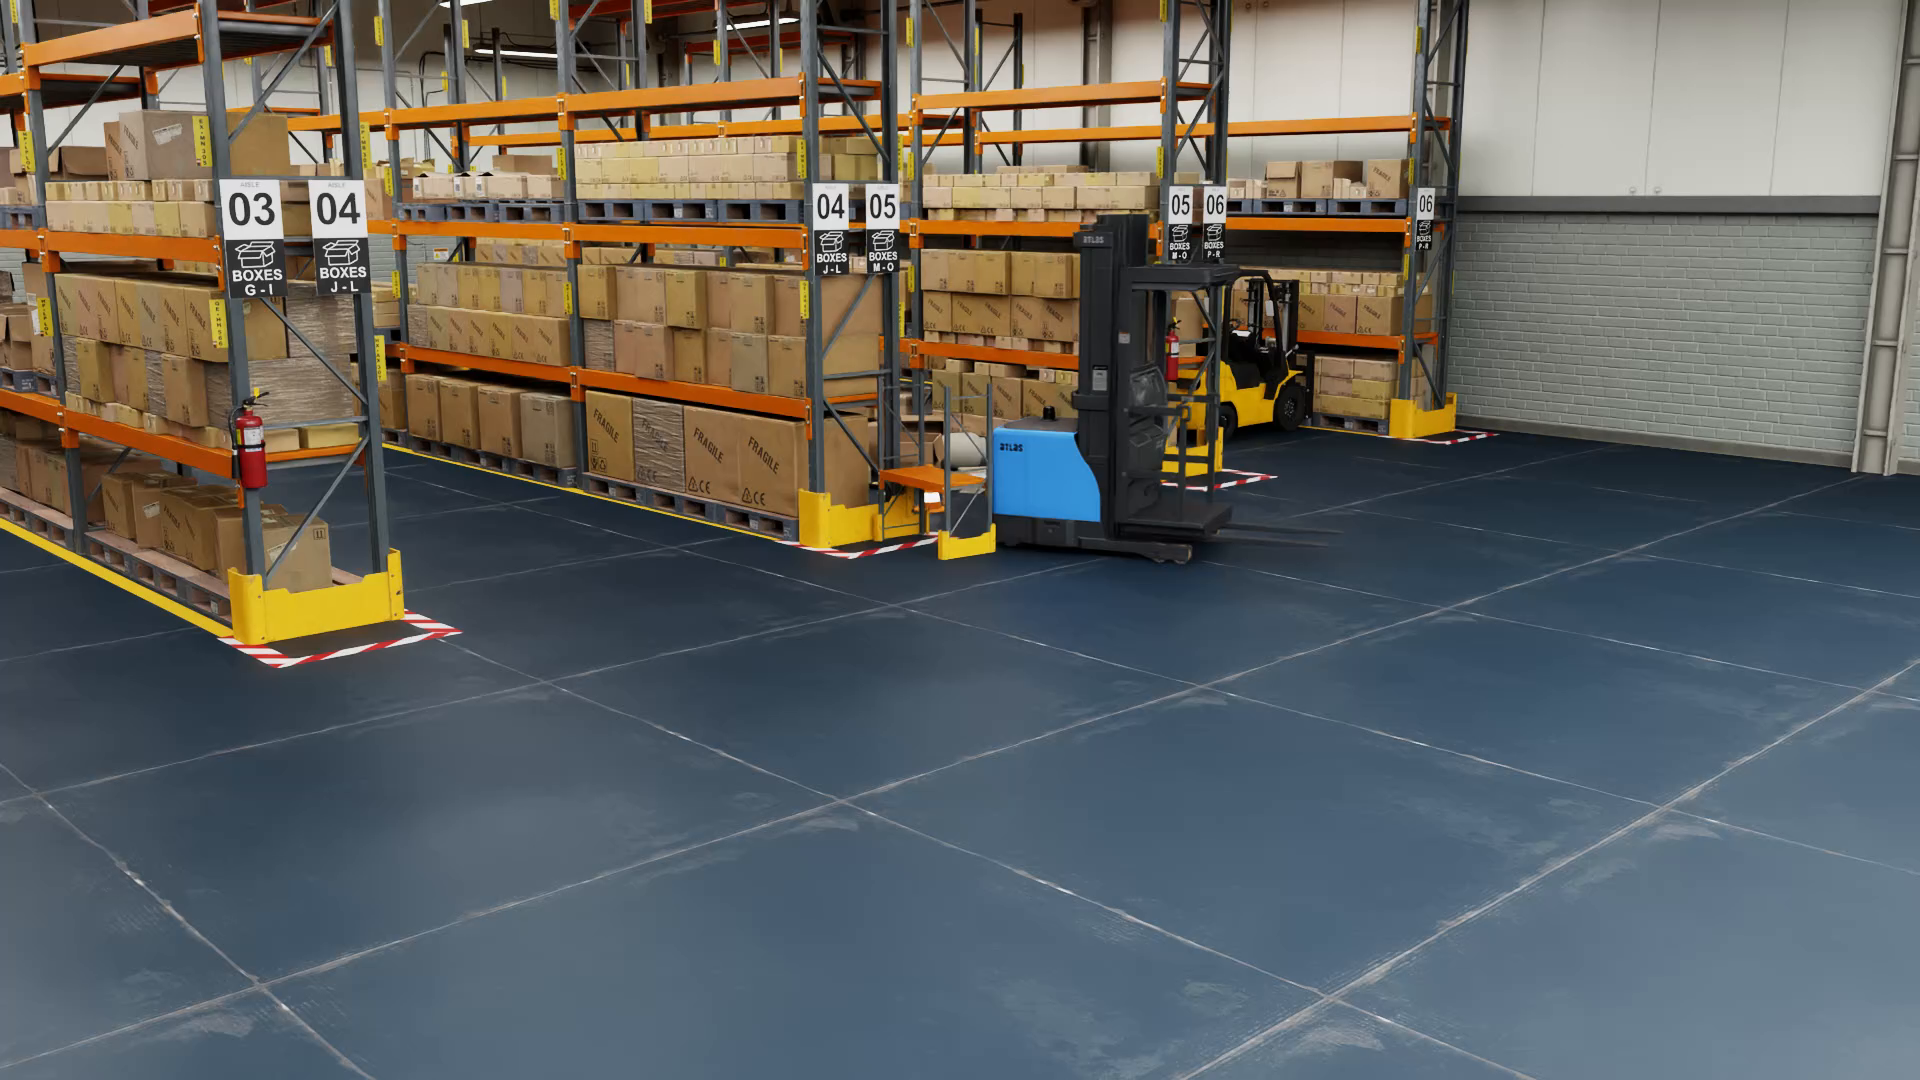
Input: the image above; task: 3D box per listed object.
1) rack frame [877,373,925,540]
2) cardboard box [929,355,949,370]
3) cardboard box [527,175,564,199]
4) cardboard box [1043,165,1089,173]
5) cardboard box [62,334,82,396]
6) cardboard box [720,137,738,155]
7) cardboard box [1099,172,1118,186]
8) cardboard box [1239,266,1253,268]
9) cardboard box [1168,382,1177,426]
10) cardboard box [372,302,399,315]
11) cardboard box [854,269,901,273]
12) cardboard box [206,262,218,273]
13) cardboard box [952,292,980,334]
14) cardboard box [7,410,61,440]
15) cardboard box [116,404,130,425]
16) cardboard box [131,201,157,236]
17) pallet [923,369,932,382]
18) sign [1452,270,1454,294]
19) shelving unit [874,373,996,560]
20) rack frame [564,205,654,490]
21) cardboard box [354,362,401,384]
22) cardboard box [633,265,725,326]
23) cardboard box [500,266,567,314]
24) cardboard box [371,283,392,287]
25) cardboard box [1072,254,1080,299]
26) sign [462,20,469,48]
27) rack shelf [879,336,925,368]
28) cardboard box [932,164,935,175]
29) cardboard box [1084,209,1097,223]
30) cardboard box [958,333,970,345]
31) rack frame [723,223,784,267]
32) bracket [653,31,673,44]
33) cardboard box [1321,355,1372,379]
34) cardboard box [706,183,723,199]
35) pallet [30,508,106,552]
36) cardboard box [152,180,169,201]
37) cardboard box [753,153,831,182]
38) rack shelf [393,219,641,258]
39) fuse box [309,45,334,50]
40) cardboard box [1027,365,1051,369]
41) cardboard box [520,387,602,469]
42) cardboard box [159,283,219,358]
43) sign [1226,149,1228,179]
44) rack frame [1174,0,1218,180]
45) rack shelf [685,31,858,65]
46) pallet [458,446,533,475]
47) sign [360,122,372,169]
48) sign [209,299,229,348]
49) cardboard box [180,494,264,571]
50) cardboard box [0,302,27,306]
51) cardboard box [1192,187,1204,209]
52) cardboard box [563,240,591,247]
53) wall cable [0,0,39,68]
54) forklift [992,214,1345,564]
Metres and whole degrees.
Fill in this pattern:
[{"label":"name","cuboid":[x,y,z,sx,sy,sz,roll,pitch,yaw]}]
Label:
[{"label":"rack frame","cuboid":[-0.537,-0.762,15.232,0.500,1.500,0.032,-9,14,-36]},{"label":"cardboard box","cuboid":[-0.172,-3.149,28.254,0.500,0.500,0.500,-11,16,-43]},{"label":"cardboard box","cuboid":[-4.325,-3.812,17.968,0.500,0.250,0.500,-11,16,-42]},{"label":"cardboard box","cuboid":[1.641,-5.546,25.765,0.500,0.500,0.500,-10,16,-41]},{"label":"cardboard box","cuboid":[-7.113,-1.525,14.232,0.875,0.500,0.500,-11,16,-43]},{"label":"cardboard box","cuboid":[-1.966,-3.602,15.223,0.380,0.149,0.250,-11,16,-42]},{"label":"cardboard box","cuboid":[1.764,-4.024,18.561,0.380,0.149,0.250,-11,16,-43]},{"label":"cardboard box","cuboid":[4.151,-3.906,24.184,0.380,0.149,0.250,-11,16,-43]},{"label":"cardboard box","cuboid":[2.177,-1.587,19.436,0.500,0.500,0.500,11,16,43]},{"label":"cardboard box","cuboid":[-7.155,-2.901,20.744,0.380,0.149,0.250,-10,16,-41]},{"label":"cardboard box","cuboid":[-1.040,-3.293,21.775,0.500,0.500,0.500,-11,16,-42]},{"label":"cardboard box","cuboid":[-10.840,-4.188,24.682,0.500,0.500,0.500,11,16,43]},{"label":"cardboard box","cuboid":[0.254,-2.807,20.455,0.500,0.500,0.500,-11,16,-43]},{"label":"cardboard box","cuboid":[-9.283,-1.177,16.775,0.500,0.250,0.500,-9,14,-36]},{"label":"cardboard box","cuboid":[-6.567,-1.029,13.433,0.380,0.149,0.250,-11,16,-43]},{"label":"cardboard box","cuboid":[-5.828,-2.400,12.401,0.500,0.250,0.500,-10,16,-41]},{"label":"pallet","cuboid":[0.125,-2.810,28.365,1.003,0.211,1.213,-11,16,-43]},{"label":"sign","cuboid":[6.544,-3.433,22.138,0.100,0.325,0.005,-11,16,-43]},{"label":"shelving unit","cuboid":[-0.237,-0.681,14.841,0.587,1.500,1.083,-9,14,-36]},{"label":"rack frame","cuboid":[-3.722,-2.081,17.916,1.000,3.000,0.127,-11,16,-43]},{"label":"cardboard box","cuboid":[-7.503,-2.149,21.541,0.500,0.250,0.500,-11,16,-42]},{"label":"cardboard box","cuboid":[-2.754,-2.462,16.720,0.875,0.550,0.550,-11,16,-43]},{"label":"cardboard box","cuboid":[-4.774,-2.840,18.874,0.700,0.500,0.500,-11,16,-42]},{"label":"cardboard box","cuboid":[-7.572,-3.325,22.060,0.380,0.149,0.250,-10,15,-41]},{"label":"cardboard box","cuboid":[1.696,-3.005,18.939,0.700,0.500,0.500,-11,16,-42]},{"label":"sign","cuboid":[-6.085,-6.216,20.411,0.100,0.325,0.005,-11,16,-43]},{"label":"rack shelf","cuboid":[-1.593,-2.725,22.825,1.077,0.370,4.000,-11,16,-43]},{"label":"cardboard box","cuboid":[-0.677,-4.844,21.986,0.500,0.250,0.500,-11,16,-44]},{"label":"cardboard box","cuboid":[1.621,-3.682,18.878,0.380,0.149,0.250,-11,16,-42]},{"label":"cardboard box","cuboid":[0.192,-2.507,20.609,0.380,0.149,0.250,-11,16,-43]},{"label":"rack frame","cuboid":[-2.974,-3.369,24.169,1.000,3.000,0.127,-11,16,-43]},{"label":"bracket","cuboid":[-6.091,-10.339,34.213,0.235,0.232,0.430,-11,16,-43]},{"label":"cardboard box","cuboid":[5.238,-2.340,22.469,0.500,0.250,0.500,-11,16,-42]},{"label":"cardboard box","cuboid":[-2.137,-3.248,15.480,0.380,0.149,0.250,-11,16,-43]},{"label":"pallet","cuboid":[-7.918,-0.152,15.464,1.003,0.211,1.213,-11,16,-43]},{"label":"cardboard box","cuboid":[-5.588,-2.521,12.002,0.380,0.149,0.250,-11,16,-42]},{"label":"cardboard box","cuboid":[-1.499,-3.325,14.870,0.500,0.250,0.500,-11,16,-42]},{"label":"rack shelf","cuboid":[-5.103,-3.489,19.102,1.077,0.370,4.000,-11,16,-43]},{"label":"fuse box","cuboid":[-12.574,-9.822,32.696,0.513,0.334,0.176,-11,16,-43]},{"label":"cardboard box","cuboid":[1.491,-2.917,26.817,0.875,0.625,0.625,-10,15,-41]},{"label":"cardboard box","cuboid":[-4.215,-1.263,18.479,1.050,0.750,0.750,-11,16,-43]},{"label":"cardboard box","cuboid":[-5.525,-1.623,12.231,0.500,0.500,0.500,-11,16,-43]},{"label":"sign","cuboid":[2.943,-4.174,18.478,0.100,0.325,0.005,-11,16,-43]},{"label":"rack frame","cuboid":[3.376,-6.416,24.090,1.000,3.000,0.127,-11,16,-43]},{"label":"rack shelf","cuboid":[-3.530,-9.151,30.911,1.077,0.370,4.000,-11,16,-43]},{"label":"pallet","cuboid":[-5.156,-0.995,19.557,1.003,0.211,1.213,-11,16,-43]},{"label":"sign","cuboid":[-4.224,-2.793,11.775,0.100,0.325,0.005,-11,16,-43]},{"label":"sign","cuboid":[-5.032,-1.468,11.289,0.100,0.325,0.005,-11,16,-43]},{"label":"cardboard box","cuboid":[-5.892,-0.072,13.319,0.500,0.500,0.500,-9,15,-37]},{"label":"cardboard box","cuboid":[-9.739,-2.169,17.058,0.500,0.500,0.500,9,15,38]},{"label":"cardboard box","cuboid":[2.396,-3.853,18.721,0.500,0.250,0.500,-11,16,-44]},{"label":"cardboard box","cuboid":[-6.179,-4.810,26.829,0.380,0.149,0.250,-11,16,-44]},{"label":"wall cable","cuboid":[-17.078,-8.975,28.540,2.277,5.999,0.120,-11,16,-43]},{"label":"forklift","cuboid":[1.834,-1.348,14.531,3.031,2.935,1.130,5,13,22]}]
